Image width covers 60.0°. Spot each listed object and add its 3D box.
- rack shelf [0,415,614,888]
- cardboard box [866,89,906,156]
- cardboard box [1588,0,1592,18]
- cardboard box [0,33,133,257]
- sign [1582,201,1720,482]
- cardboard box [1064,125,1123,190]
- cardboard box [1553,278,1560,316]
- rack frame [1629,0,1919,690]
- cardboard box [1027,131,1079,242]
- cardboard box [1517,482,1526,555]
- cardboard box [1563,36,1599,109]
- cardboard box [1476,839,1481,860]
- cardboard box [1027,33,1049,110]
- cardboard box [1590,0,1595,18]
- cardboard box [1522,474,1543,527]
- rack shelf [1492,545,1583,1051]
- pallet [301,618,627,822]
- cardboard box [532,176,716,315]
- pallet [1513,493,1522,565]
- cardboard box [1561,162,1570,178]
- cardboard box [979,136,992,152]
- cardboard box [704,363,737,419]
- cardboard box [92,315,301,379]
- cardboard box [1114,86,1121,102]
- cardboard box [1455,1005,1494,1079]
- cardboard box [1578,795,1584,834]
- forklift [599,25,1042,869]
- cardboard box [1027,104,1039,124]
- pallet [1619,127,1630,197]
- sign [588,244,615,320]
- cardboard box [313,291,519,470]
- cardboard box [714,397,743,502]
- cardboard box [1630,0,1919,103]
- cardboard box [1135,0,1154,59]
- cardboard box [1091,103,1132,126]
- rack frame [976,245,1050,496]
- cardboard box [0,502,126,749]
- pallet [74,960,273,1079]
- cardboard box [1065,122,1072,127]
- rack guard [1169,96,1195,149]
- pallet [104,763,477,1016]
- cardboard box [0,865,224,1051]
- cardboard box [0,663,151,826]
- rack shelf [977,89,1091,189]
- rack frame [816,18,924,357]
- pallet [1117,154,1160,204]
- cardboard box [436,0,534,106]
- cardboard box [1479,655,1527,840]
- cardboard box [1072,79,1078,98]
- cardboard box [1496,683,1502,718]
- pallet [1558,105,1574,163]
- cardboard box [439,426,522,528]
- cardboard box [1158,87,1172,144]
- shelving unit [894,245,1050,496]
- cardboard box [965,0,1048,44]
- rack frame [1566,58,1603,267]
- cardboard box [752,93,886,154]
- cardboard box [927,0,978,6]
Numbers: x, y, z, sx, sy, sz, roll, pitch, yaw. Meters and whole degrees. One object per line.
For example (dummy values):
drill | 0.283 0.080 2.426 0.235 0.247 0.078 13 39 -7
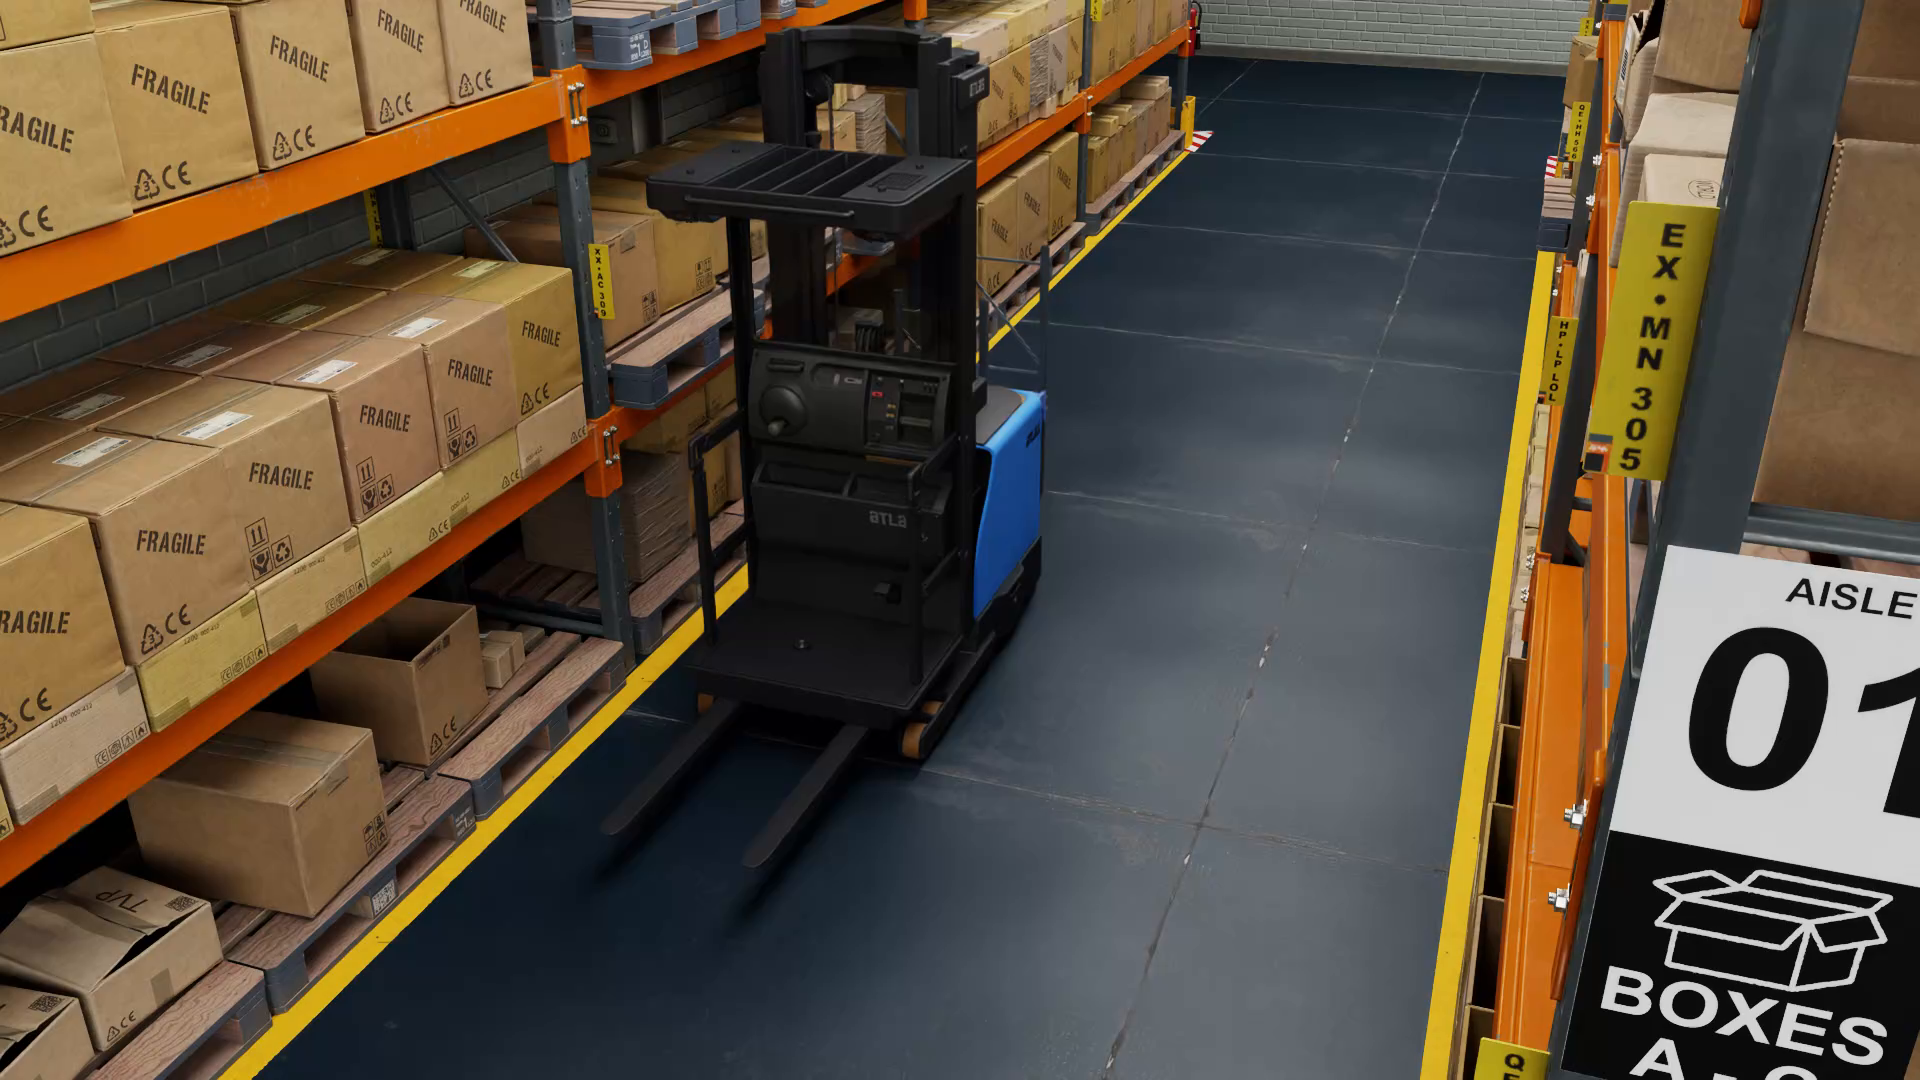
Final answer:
rack shelf | -2.710 0.360 5.890 1.077 0.370 4.000 9 27 17
cardboard box | -0.311 -2.780 11.070 0.500 0.500 0.500 10 27 19
cardboard box | 6.058 -4.688 15.376 0.500 0.500 0.500 8 27 17
cardboard box | -2.647 -1.076 4.451 0.500 0.500 0.500 10 28 20
sign | 0.790 -0.222 1.900 0.100 0.325 0.005 9 27 17
cardboard box | 1.133 -3.635 15.703 0.700 0.500 0.500 8 27 17
cardboard box | 4.221 -1.416 11.097 0.500 0.500 0.500 8 27 16
rack frame | 1.297 -1.125 1.247 1.000 3.000 0.127 9 27 17
cardboard box | 0.524 -3.009 14.007 0.750 0.750 0.750 9 27 18
cardboard box | 3.174 -0.070 8.626 0.500 0.250 0.500 8 27 16
cardboard box | 4.921 -3.428 12.291 0.700 0.500 0.500 0 26 0
cardboard box | 2.188 1.126 6.155 0.500 0.250 0.500 9 27 17
cardboard box | 0.366 -3.618 12.802 0.500 0.500 0.500 9 27 18
cardboard box | 5.382 -4.308 13.443 0.500 0.500 0.500 8 27 16
cardboard box | 2.998 -0.106 8.057 0.500 0.311 0.500 8 27 17
rack shelf | 1.962 1.077 4.409 1.077 0.370 4.000 9 27 17
pallet | -2.235 0.751 7.457 1.003 0.211 1.213 9 27 17
cardboard box | -1.650 -1.461 8.207 0.700 0.500 0.500 12 28 23
pallet | 3.648 -0.125 9.265 1.003 0.211 1.213 9 27 17
cardboard box | 5.840 -3.367 15.413 0.500 0.250 0.500 9 27 17
cardboard box | 0.016 -2.960 12.186 0.380 0.149 0.250 9 27 18
cardboard box | -1.503 -0.897 9.163 0.500 0.250 0.500 8 27 16
cardboard box | -2.745 -0.486 6.100 0.500 0.500 0.500 10 27 19
cardboard box | 1.411 -4.540 16.827 0.380 0.149 0.250 9 27 18
cardboard box | 1.514 1.610 4.296 0.500 0.500 0.500 9 27 17
cardboard box | 1.977 0.704 4.240 0.700 0.500 0.500 10 27 19
forklift | -0.559 -0.562 7.048 1.130 2.935 3.031 9 27 18
cardboard box | 0.405 -3.374 13.042 0.380 0.149 0.250 9 27 17
pallet | 2.368 -1.025 4.584 1.003 0.211 1.213 9 27 17
sign | -1.530 -1.100 7.086 0.100 0.325 0.005 9 27 17
cardboard box | -2.071 -0.619 6.376 0.500 0.500 0.500 9 27 17
cardboard box | -1.483 -0.587 9.383 0.700 0.500 0.500 9 27 18
cardboard box | 1.961 -1.059 3.792 0.797 0.503 0.637 12 28 23
cardboard box | 1.294 -5.028 15.849 0.980 0.700 0.700 7 27 15
cardboard box | 1.423 -4.050 15.815 0.380 0.149 0.250 8 27 16
rack frame | 0.255 -0.977 9.547 0.500 1.500 0.032 9 27 18
cardboard box | -2.760 0.225 4.632 0.500 0.500 0.500 9 27 18
pallet | -3.047 1.753 5.386 1.003 0.211 1.213 9 27 17
cardboard box | 0.988 -4.016 15.744 0.380 0.149 0.250 8 27 16
rack guard | 1.957 -4.602 18.180 1.175 0.500 0.348 9 27 17
pallet | -2.639 1.254 6.418 1.003 0.211 1.213 9 27 17
cardboard box | -2.871 1.365 5.570 0.500 0.311 0.500 11 28 22
cardboard box | -2.755 0.547 4.828 0.500 0.250 0.500 8 27 16
rack shelf | -0.048 -2.927 12.680 1.077 0.370 4.000 9 27 17
rack frame | -0.714 -2.429 10.825 1.000 3.000 0.127 9 27 17
pallet | 1.349 -3.622 16.489 1.003 0.211 1.213 9 27 17
cardboard box | -1.981 -1.945 6.246 0.500 0.500 0.500 10 27 19
cardboard box | 2.178 0.788 5.994 0.500 0.500 0.500 9 27 17
cardboard box | 0.772 -3.789 13.899 0.380 0.149 0.250 9 27 18
cardboard box | 2.493 0.767 6.896 0.500 0.250 0.500 8 27 17
pallet | 4.921 -2.957 12.136 1.003 0.211 1.213 9 27 17
cardboard box | -2.090 -0.285 6.545 0.500 0.250 0.500 9 27 18
cardboard box | 1.810 -4.479 17.445 0.700 0.500 0.500 9 27 17
shelving unit | 0.080 -0.769 9.117 0.538 1.500 1.048 9 27 18
cardboard box | 0.354 -3.951 12.629 0.500 0.250 0.500 9 27 18
rack frame | 3.959 -1.712 9.345 1.000 3.000 0.127 9 27 17
cardboard box | -0.861 -2.478 10.306 0.700 0.500 0.500 6 26 11
cardboard box | -0.111 -4.025 12.781 0.500 0.250 0.500 8 27 16
